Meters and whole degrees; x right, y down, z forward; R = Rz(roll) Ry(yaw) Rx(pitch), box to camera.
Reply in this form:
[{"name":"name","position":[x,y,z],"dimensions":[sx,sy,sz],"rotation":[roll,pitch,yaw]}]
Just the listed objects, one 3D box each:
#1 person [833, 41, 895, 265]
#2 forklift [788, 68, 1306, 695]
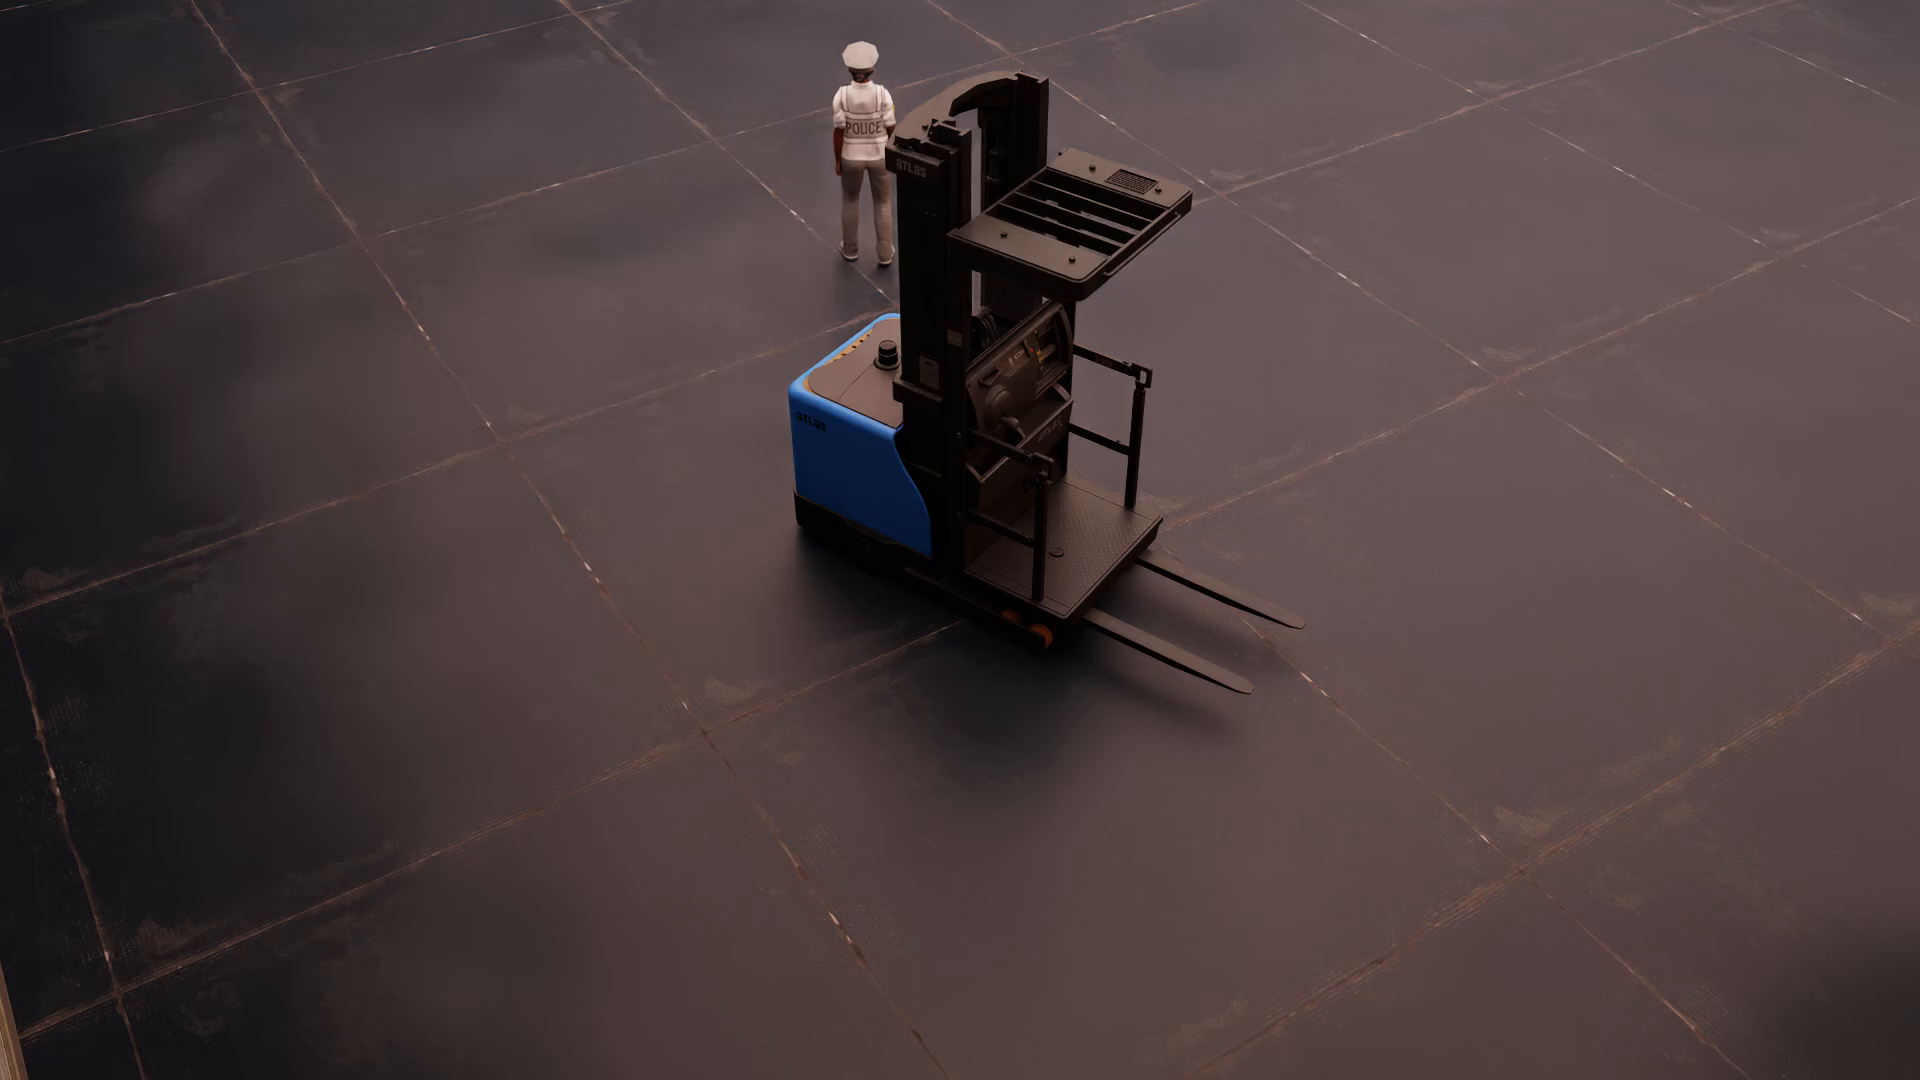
[{"name":"person","position":[-0.672,-2.781,12.014],"dimensions":[0.487,1.696,0.390],"rotation":[-2,41,-2]},{"name":"forklift","position":[0.496,-0.872,8.869],"dimensions":[3.031,2.935,1.130],"rotation":[25,47,26]}]
